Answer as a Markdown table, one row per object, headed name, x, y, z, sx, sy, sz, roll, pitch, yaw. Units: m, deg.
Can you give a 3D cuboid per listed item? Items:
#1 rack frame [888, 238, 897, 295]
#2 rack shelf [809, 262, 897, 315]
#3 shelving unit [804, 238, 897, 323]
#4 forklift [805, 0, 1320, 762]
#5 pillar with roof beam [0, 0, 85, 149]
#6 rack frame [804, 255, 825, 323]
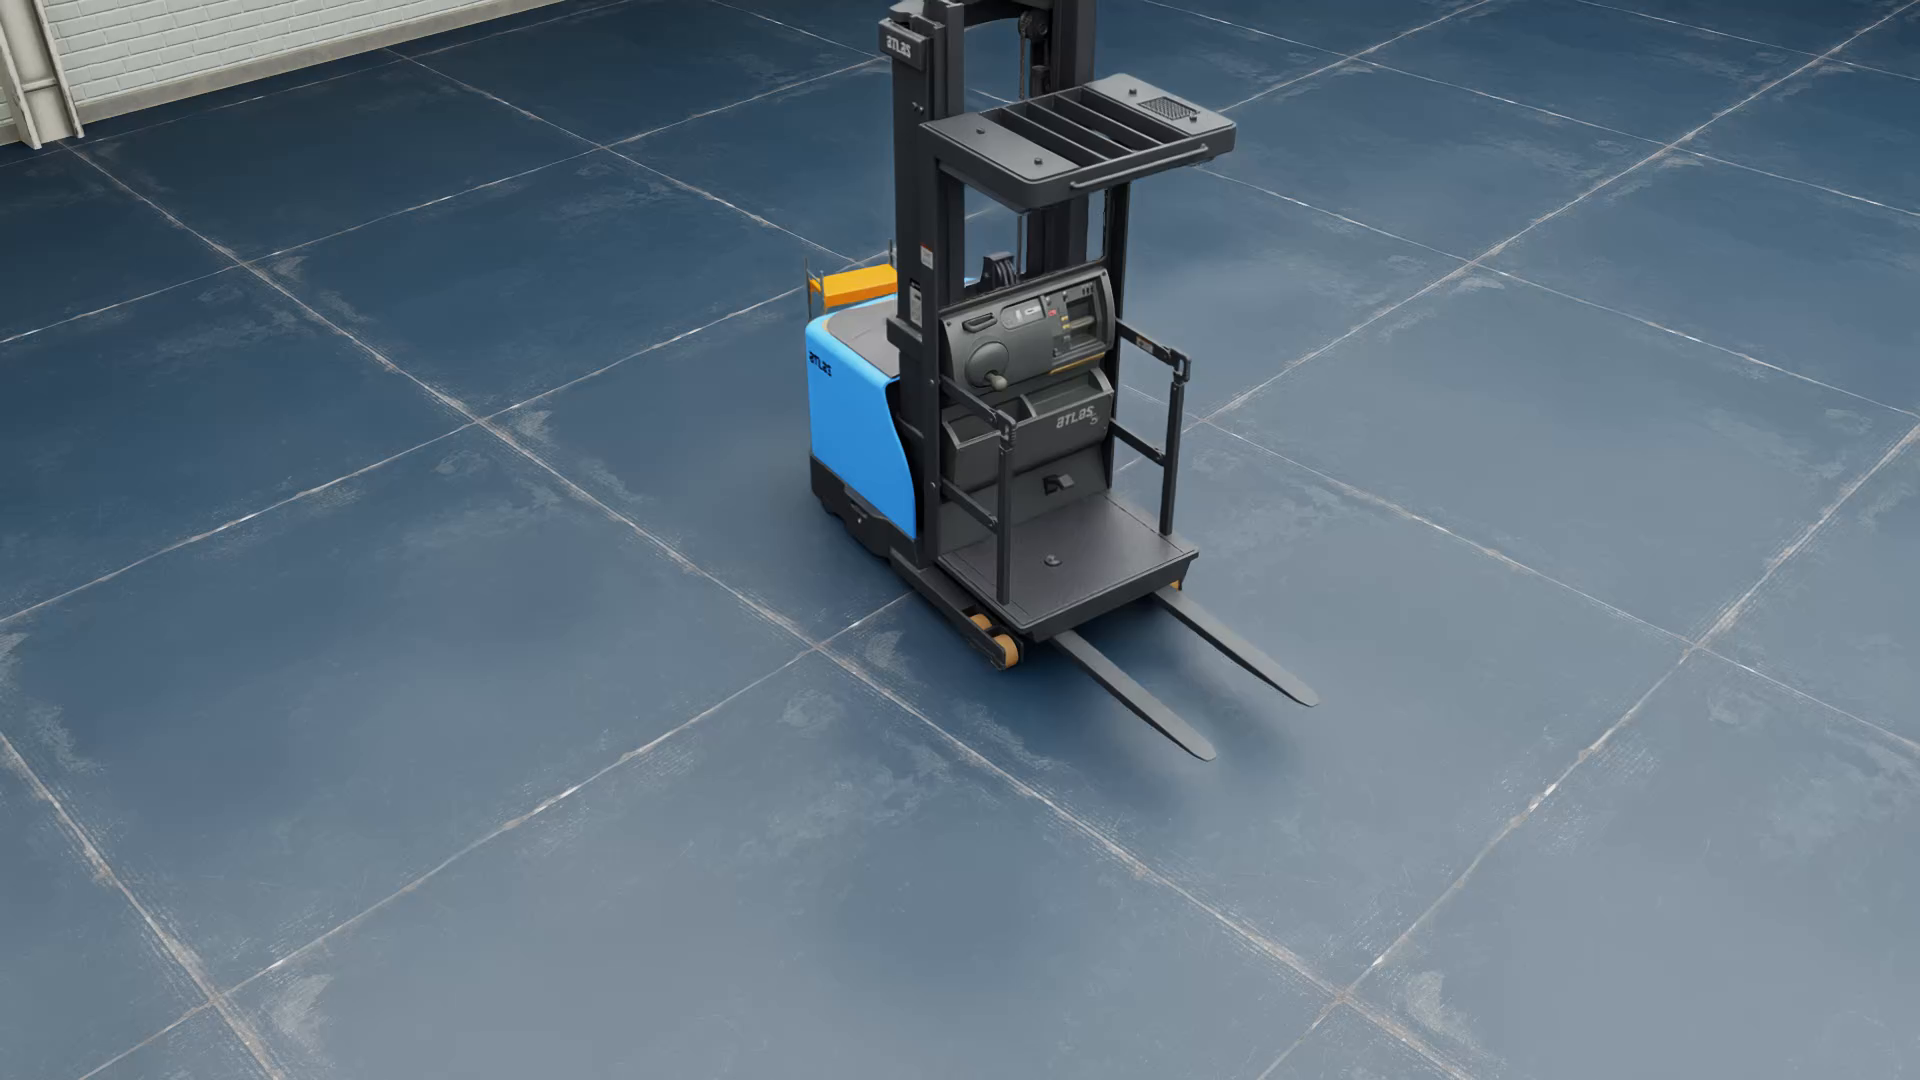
| name | x | y | z | sx | sy | sz | roll | pitch | yaw |
| --- | --- | --- | --- | --- | --- | --- | --- | --- | --- |
| rack frame | -0.318 | -1.066 | 9.212 | 0.015 | 1.200 | 0.240 | -15 | 35 | -21 |
| rack shelf | -0.545 | -1.336 | 8.912 | 0.480 | 0.148 | 0.258 | -15 | 35 | -21 |
| shelving unit | -0.538 | -1.006 | 9.125 | 0.503 | 1.200 | 0.258 | -15 | 35 | -21 |
| forklift | 0.450 | -0.905 | 7.476 | 1.130 | 2.935 | 3.031 | -22 | 40 | -28 |
| pillar with roof beam | -4.249 | -5.193 | 8.321 | 9.100 | 9.000 | 0.400 | 30 | 45 | 35 |
| rack frame | -0.758 | -0.945 | 9.038 | 0.015 | 1.200 | 0.240 | -15 | 35 | -21 |
